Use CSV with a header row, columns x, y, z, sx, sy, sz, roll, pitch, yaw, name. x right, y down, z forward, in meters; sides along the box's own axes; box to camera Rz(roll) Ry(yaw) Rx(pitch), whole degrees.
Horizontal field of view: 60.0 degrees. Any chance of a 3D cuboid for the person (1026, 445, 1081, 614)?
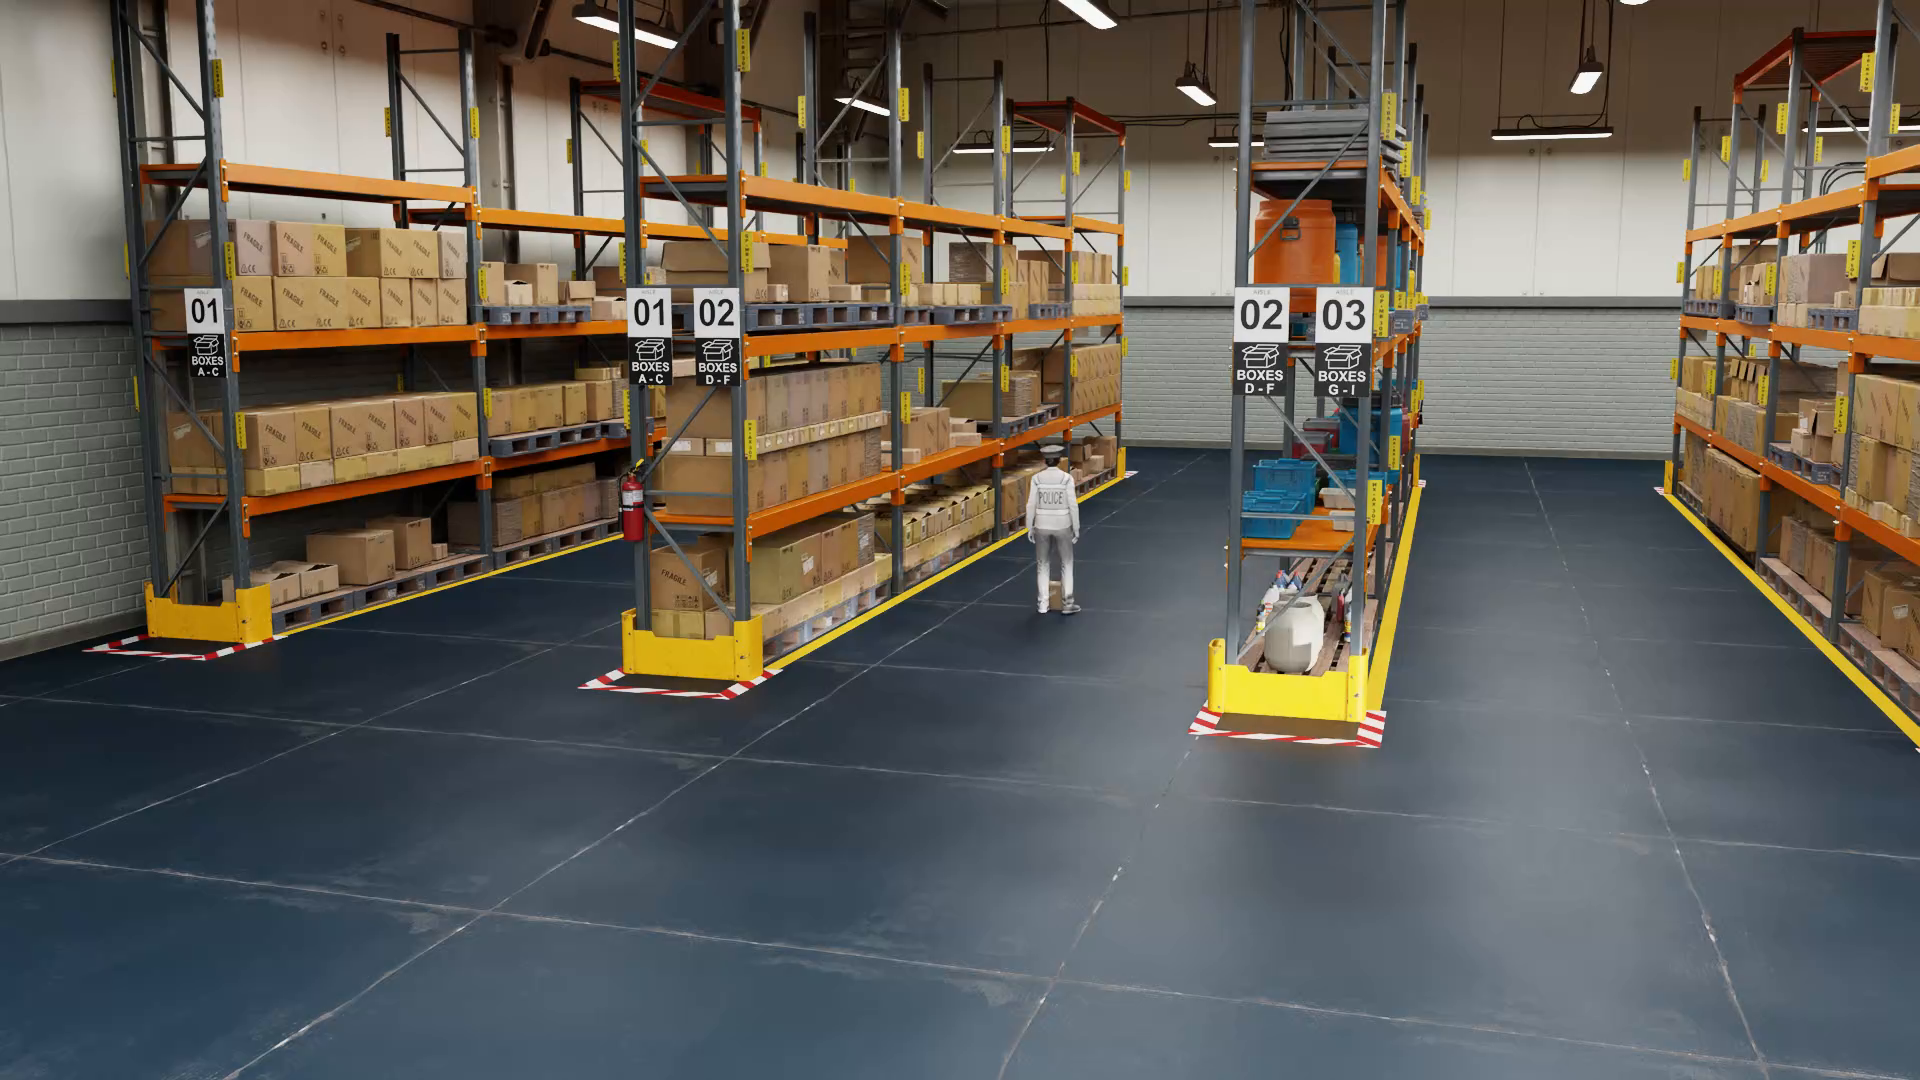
x,y,z,sx,sy,sz,roll,pitch,yaw,name
0.925,-0.100,16.506,0.540,1.661,0.374,2,9,13,person
